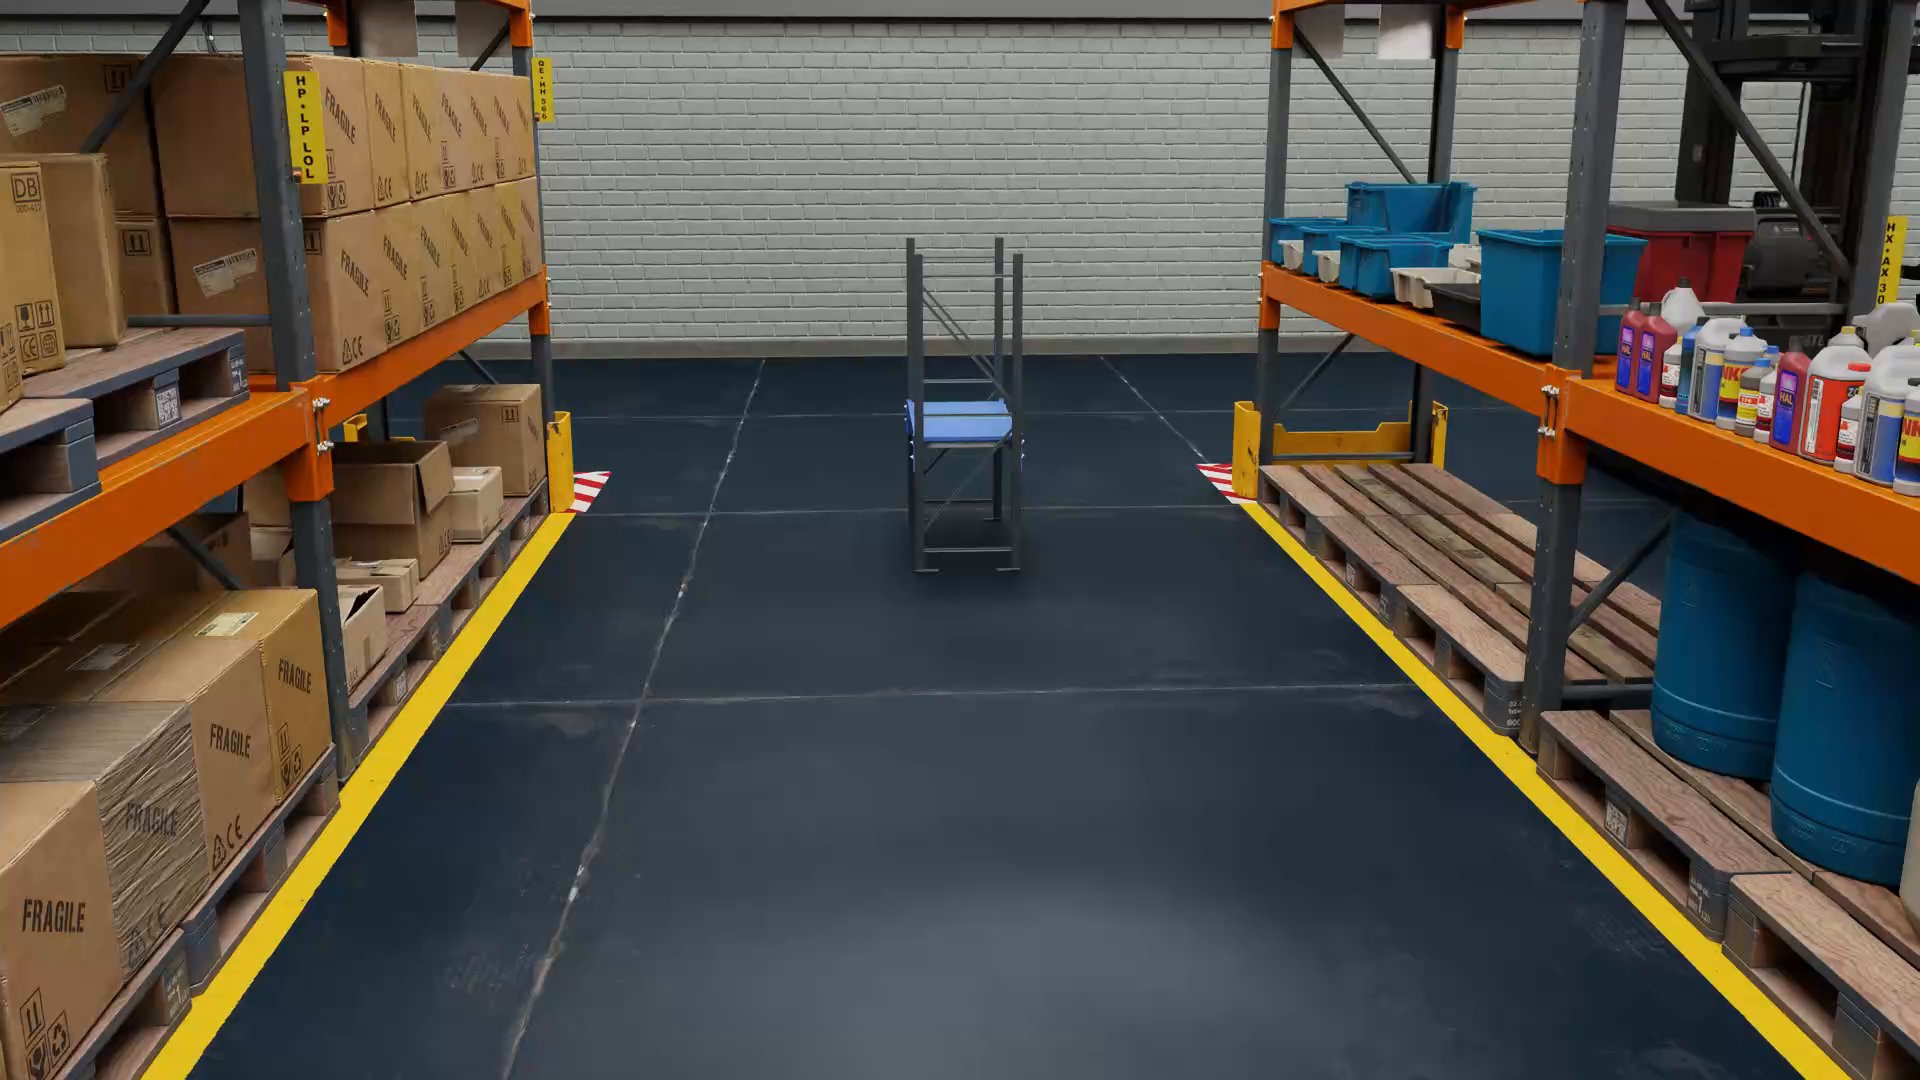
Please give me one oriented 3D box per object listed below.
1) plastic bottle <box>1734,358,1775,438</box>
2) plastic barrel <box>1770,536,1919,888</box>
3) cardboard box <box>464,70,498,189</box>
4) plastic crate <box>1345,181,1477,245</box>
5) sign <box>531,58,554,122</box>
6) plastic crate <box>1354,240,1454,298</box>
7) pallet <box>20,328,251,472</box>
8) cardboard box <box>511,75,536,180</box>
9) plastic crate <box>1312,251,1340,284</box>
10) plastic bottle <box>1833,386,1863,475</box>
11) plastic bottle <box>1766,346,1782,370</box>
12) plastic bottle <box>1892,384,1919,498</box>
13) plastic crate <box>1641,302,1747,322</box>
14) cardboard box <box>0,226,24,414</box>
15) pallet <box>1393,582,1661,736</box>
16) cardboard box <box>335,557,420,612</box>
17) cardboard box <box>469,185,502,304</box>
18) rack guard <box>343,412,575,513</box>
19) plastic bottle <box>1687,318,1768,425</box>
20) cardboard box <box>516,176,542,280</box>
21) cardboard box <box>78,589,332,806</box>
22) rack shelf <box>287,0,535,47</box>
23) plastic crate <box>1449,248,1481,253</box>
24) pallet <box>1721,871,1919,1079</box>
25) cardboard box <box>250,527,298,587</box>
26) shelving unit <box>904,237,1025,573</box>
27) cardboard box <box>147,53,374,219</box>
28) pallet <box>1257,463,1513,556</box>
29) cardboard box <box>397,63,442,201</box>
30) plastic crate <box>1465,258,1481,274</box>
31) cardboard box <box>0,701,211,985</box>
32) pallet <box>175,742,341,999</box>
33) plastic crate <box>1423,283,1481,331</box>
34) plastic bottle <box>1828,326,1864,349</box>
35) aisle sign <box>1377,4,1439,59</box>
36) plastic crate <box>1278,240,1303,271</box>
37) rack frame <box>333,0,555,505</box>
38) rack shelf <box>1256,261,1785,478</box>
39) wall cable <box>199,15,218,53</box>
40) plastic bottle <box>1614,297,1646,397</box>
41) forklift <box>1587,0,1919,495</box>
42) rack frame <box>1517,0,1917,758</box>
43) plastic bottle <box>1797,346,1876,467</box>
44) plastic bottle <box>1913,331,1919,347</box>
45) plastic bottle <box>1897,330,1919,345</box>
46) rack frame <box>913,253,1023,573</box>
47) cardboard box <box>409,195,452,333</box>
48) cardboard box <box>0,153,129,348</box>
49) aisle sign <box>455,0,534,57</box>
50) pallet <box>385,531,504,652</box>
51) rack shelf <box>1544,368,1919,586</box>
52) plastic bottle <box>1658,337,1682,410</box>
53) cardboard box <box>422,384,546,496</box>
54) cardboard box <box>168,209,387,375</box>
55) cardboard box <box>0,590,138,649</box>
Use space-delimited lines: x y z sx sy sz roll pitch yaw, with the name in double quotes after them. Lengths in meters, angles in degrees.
2.094 -0.374 4.361 0.097 0.201 0.097 0 14 0 "plastic bottle"
2.498 0.388 4.366 0.600 0.901 0.708 -1 14 -3 "plastic barrel"
-2.384 -1.827 7.401 0.500 0.500 0.500 0 14 -2 "cardboard box"
2.396 -1.697 8.910 0.616 0.435 0.499 -1 14 -3 "plastic crate"
-2.200 -2.373 8.771 0.100 0.325 0.005 -1 14 -3 "sign"
1.976 -1.210 7.426 0.416 0.233 0.300 -1 14 -3 "plastic crate"
-2.566 -0.367 4.319 1.003 0.211 1.213 -1 14 -3 "pallet"
-2.453 -2.082 8.390 0.500 0.500 0.500 -1 14 -4 "cardboard box"
1.855 -1.316 8.030 0.250 0.136 0.298 -1 14 -3 "plastic crate"
2.123 -0.259 3.914 0.097 0.201 0.097 0 14 0 "plastic bottle"
2.232 -0.435 4.594 0.097 0.201 0.097 0 14 0 "plastic bottle"
2.137 -0.236 3.681 0.097 0.271 0.097 0 14 0 "plastic bottle"
2.551 -0.755 5.852 0.396 0.136 0.243 -1 14 -3 "plastic crate"
-2.336 -0.474 3.305 0.700 0.500 0.500 -5 15 -18 "cardboard box"
2.353 0.432 6.424 1.003 0.211 1.213 -1 14 -3 "pallet"
-2.381 0.176 6.627 0.380 0.166 0.250 -1 14 -3 "cardboard box"
-2.394 -1.344 7.528 0.500 0.500 0.500 -1 14 -3 "cardboard box"
-2.750 -0.426 9.179 1.175 0.500 0.348 -1 14 -3 "rack guard"
2.108 -0.464 4.559 0.152 0.276 0.135 -1 14 -3 "plastic bottle"
-2.455 -1.597 8.512 0.500 0.500 0.500 0 14 -2 "cardboard box"
-2.190 0.455 4.871 0.500 0.500 0.500 -1 14 -4 "cardboard box"
-2.631 -2.262 6.723 1.077 0.370 4.000 -1 14 -3 "rack shelf"
2.424 -1.360 8.201 0.396 0.136 0.243 -1 14 -3 "plastic crate"
2.522 1.111 3.785 1.003 0.211 1.213 -1 14 -3 "pallet"
-2.872 0.105 6.613 0.500 0.311 0.500 -1 14 -3 "cardboard box"
0.005 -0.705 8.257 0.538 1.500 1.048 -1 14 -3 "shelving unit"
-2.255 -1.315 5.410 0.500 0.500 0.500 -1 14 -2 "cardboard box"
2.202 -0.175 8.782 1.003 0.211 1.213 -1 14 -3 "pallet"
-2.319 -1.571 6.405 0.500 0.500 0.500 -1 14 -5 "cardboard box"
2.503 -1.218 7.648 0.298 0.136 0.250 -1 14 -3 "plastic crate"
-2.137 0.703 3.908 0.500 0.500 0.500 -1 14 -3 "cardboard box"
-2.419 0.892 4.638 1.003 0.211 1.213 -1 14 -3 "pallet"
2.100 -0.906 6.460 0.437 0.125 0.590 -1 14 -3 "plastic crate"
2.661 -0.540 5.006 0.097 0.201 0.097 0 14 0 "plastic bottle"
2.477 -3.012 8.997 0.394 0.787 0.004 -1 14 -3 "aisle sign"
1.813 -1.485 8.686 0.250 0.136 0.298 -1 14 -3 "plastic crate"
-2.755 -1.655 8.941 1.000 3.000 0.127 -1 14 -3 "rack frame"
2.313 -0.885 7.391 1.077 0.370 4.000 -1 14 -3 "rack shelf"
-7.692 -4.392 13.768 3.097 2.526 0.112 -1 14 -3 "wall cable"
2.034 -0.582 5.002 0.061 0.283 0.133 -1 14 -3 "plastic bottle"
4.526 -1.596 8.847 1.130 2.935 3.031 -1 14 -4 "forklift"
2.437 -0.736 5.368 1.000 3.000 0.127 -1 14 -3 "rack frame"
2.143 -0.325 4.018 0.152 0.276 0.135 -1 14 -3 "plastic bottle"
2.677 -0.487 4.496 0.144 0.351 0.185 -1 14 -3 "plastic bottle"
2.819 -0.519 4.921 0.097 0.201 0.097 0 14 0 "plastic bottle"
0.037 -0.579 7.766 0.500 1.500 0.032 -1 14 -3 "rack frame"
-2.330 -1.092 6.549 0.500 0.500 0.500 -1 14 -4 "cardboard box"
-2.701 -0.791 4.538 0.700 0.500 0.500 -6 16 -22 "cardboard box"
-2.453 -2.936 8.701 0.394 0.787 0.004 -1 14 -3 "aisle sign"
-2.627 0.215 7.268 1.003 0.211 1.213 -1 14 -3 "pallet"
2.561 0.110 3.524 1.077 0.370 4.000 -1 14 -3 "rack shelf"
2.068 -0.481 4.773 0.097 0.201 0.097 0 14 0 "plastic bottle"
-2.475 -0.527 8.686 0.500 0.500 0.500 -1 14 -3 "cardboard box"
-2.267 -0.840 5.571 0.500 0.500 0.500 -1 14 -2 "cardboard box"
-2.720 0.461 4.849 0.500 0.500 0.500 -2 15 -6 "cardboard box"
